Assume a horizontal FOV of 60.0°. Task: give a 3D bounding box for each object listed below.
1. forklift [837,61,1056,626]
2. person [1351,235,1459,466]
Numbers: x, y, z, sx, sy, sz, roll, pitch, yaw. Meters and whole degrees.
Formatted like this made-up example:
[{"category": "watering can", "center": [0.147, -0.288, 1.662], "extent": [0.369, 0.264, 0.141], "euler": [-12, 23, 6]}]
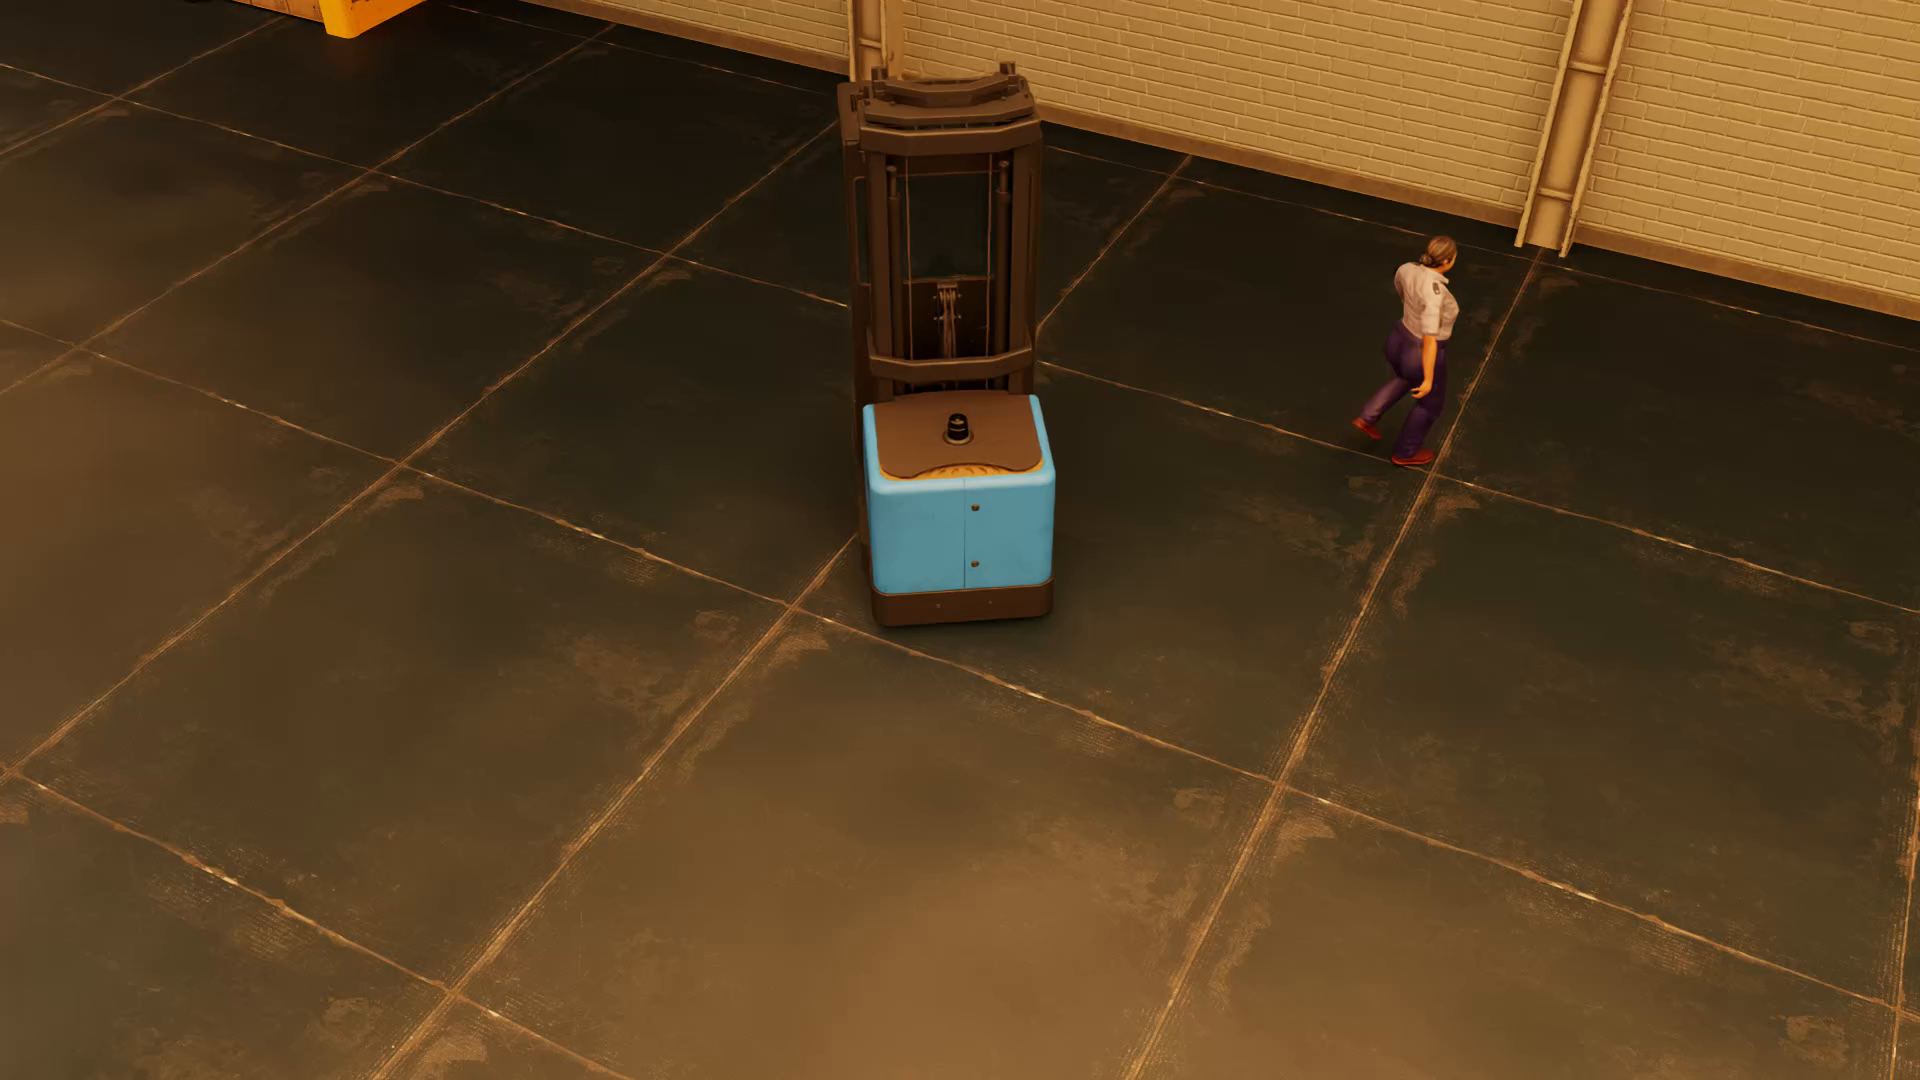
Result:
[{"category": "forklift", "center": [-0.120, -1.567, 9.848], "extent": [1.130, 2.935, 3.031], "euler": [-4, 40, -4]}, {"category": "person", "center": [2.836, -1.175, 10.397], "extent": [0.511, 1.632, 0.689], "euler": [-13, 42, -15]}]
